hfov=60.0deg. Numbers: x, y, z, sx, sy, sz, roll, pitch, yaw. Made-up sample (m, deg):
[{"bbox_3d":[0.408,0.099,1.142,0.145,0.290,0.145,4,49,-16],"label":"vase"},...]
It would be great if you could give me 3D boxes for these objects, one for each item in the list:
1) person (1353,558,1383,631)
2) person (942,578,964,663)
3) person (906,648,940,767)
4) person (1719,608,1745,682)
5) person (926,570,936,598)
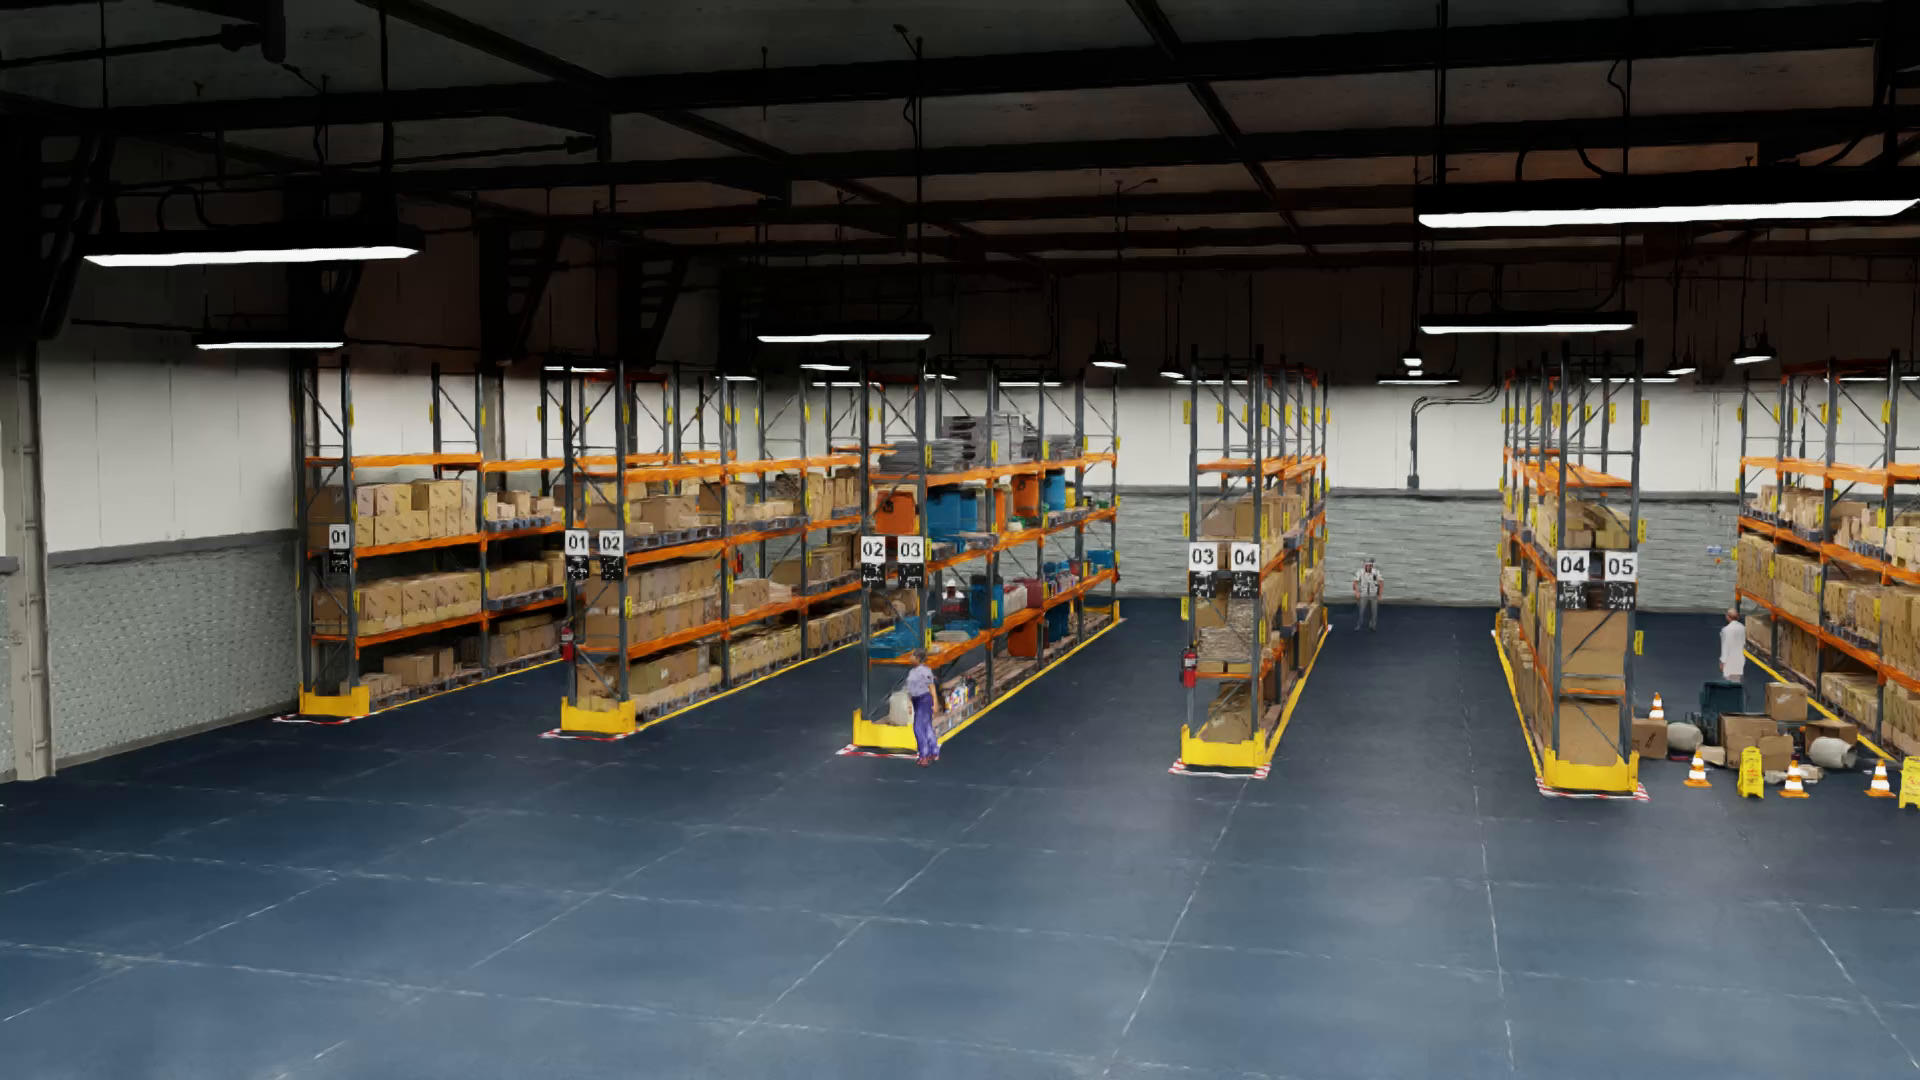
[{"bbox_3d":[9.464,1.260,38.572,0.682,1.715,0.542,1,4,13],"label":"person"},{"bbox_3d":[-0.178,1.616,33.769,0.577,1.691,1.121,1,5,18],"label":"person"},{"bbox_3d":[-0.503,2.398,23.999,0.471,1.673,0.609,-2,5,-21],"label":"person"},{"bbox_3d":[12.833,2.017,27.738,0.636,1.775,0.676,4,6,43],"label":"person"},{"bbox_3d":[-0.766,0.803,45.162,0.632,1.616,0.774,0,4,-5],"label":"person"}]
